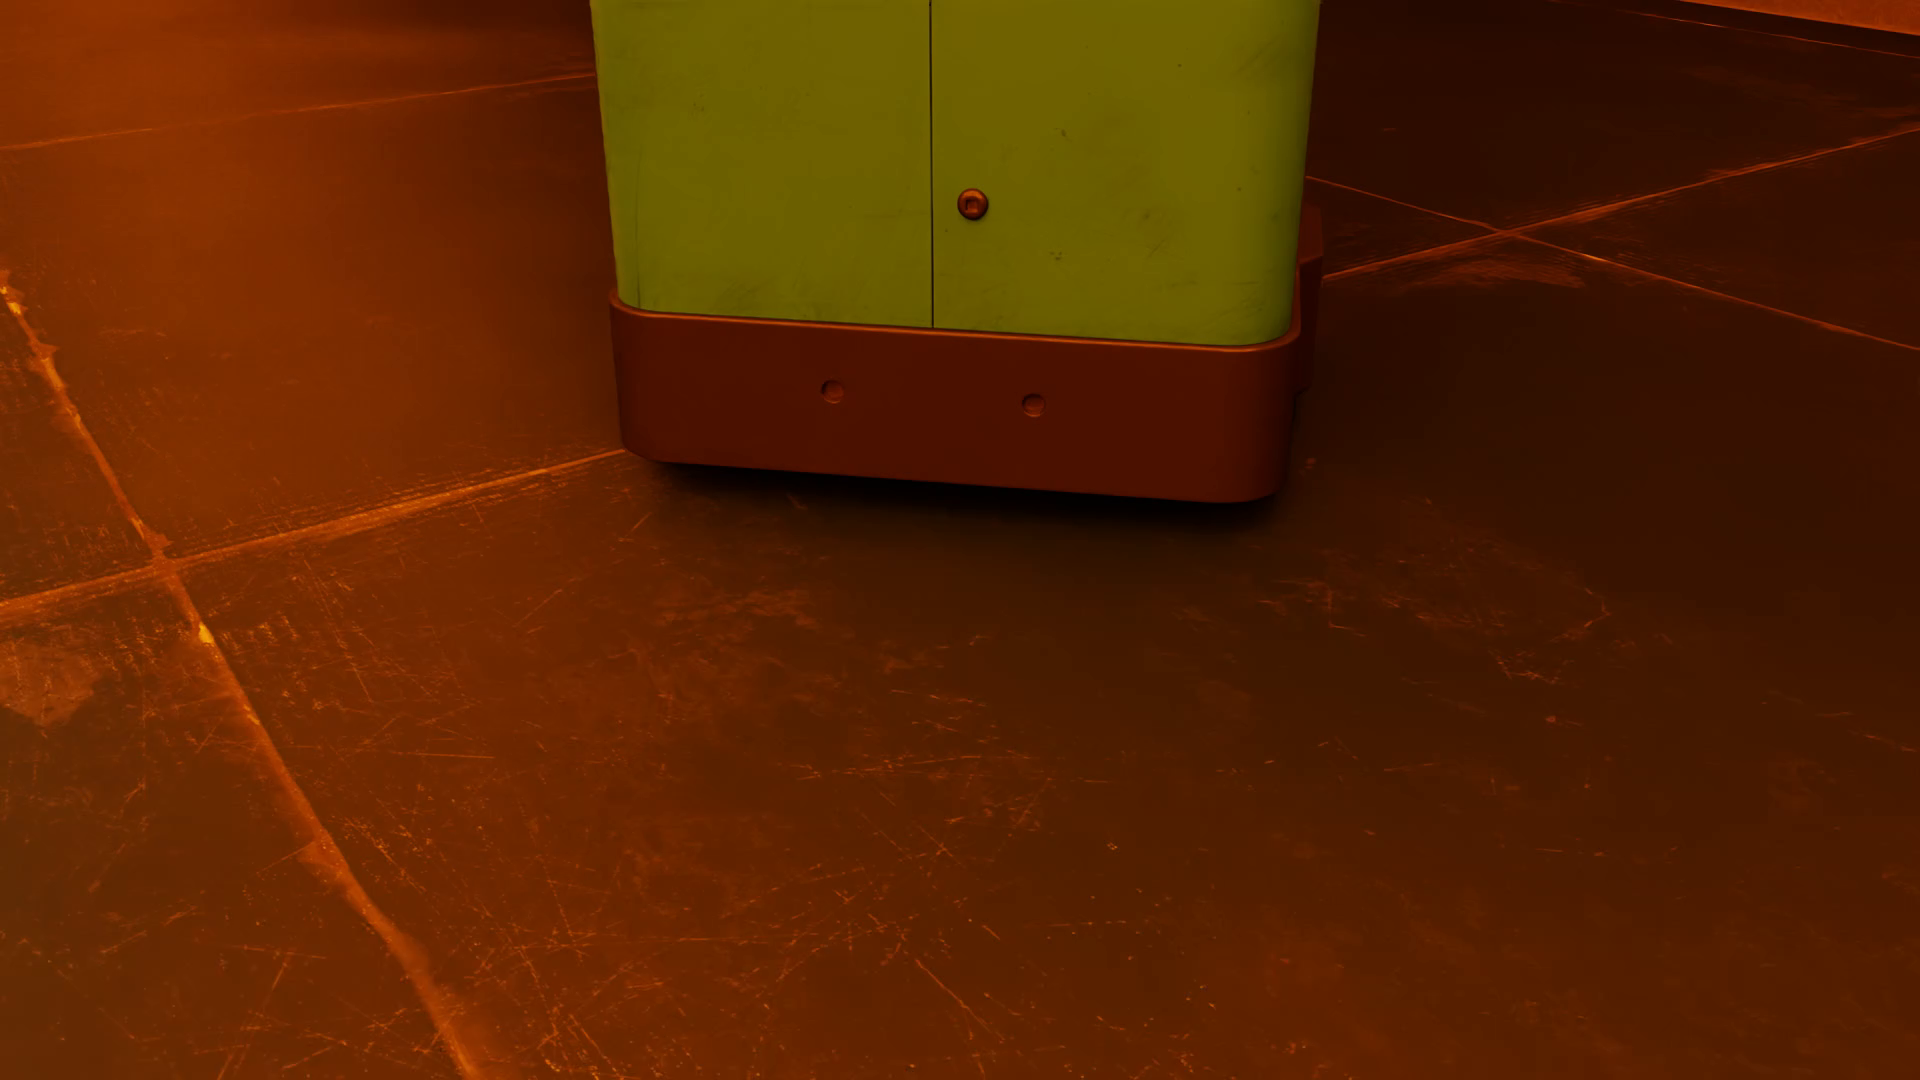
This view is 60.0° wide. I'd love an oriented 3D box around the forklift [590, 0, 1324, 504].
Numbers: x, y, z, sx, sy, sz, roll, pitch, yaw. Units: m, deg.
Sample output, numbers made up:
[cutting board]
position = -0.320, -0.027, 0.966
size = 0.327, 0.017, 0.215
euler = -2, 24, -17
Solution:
[forklift]
position = 0.225, -2.001, 3.219
size = 1.130, 2.935, 3.031
euler = 5, 27, 9
